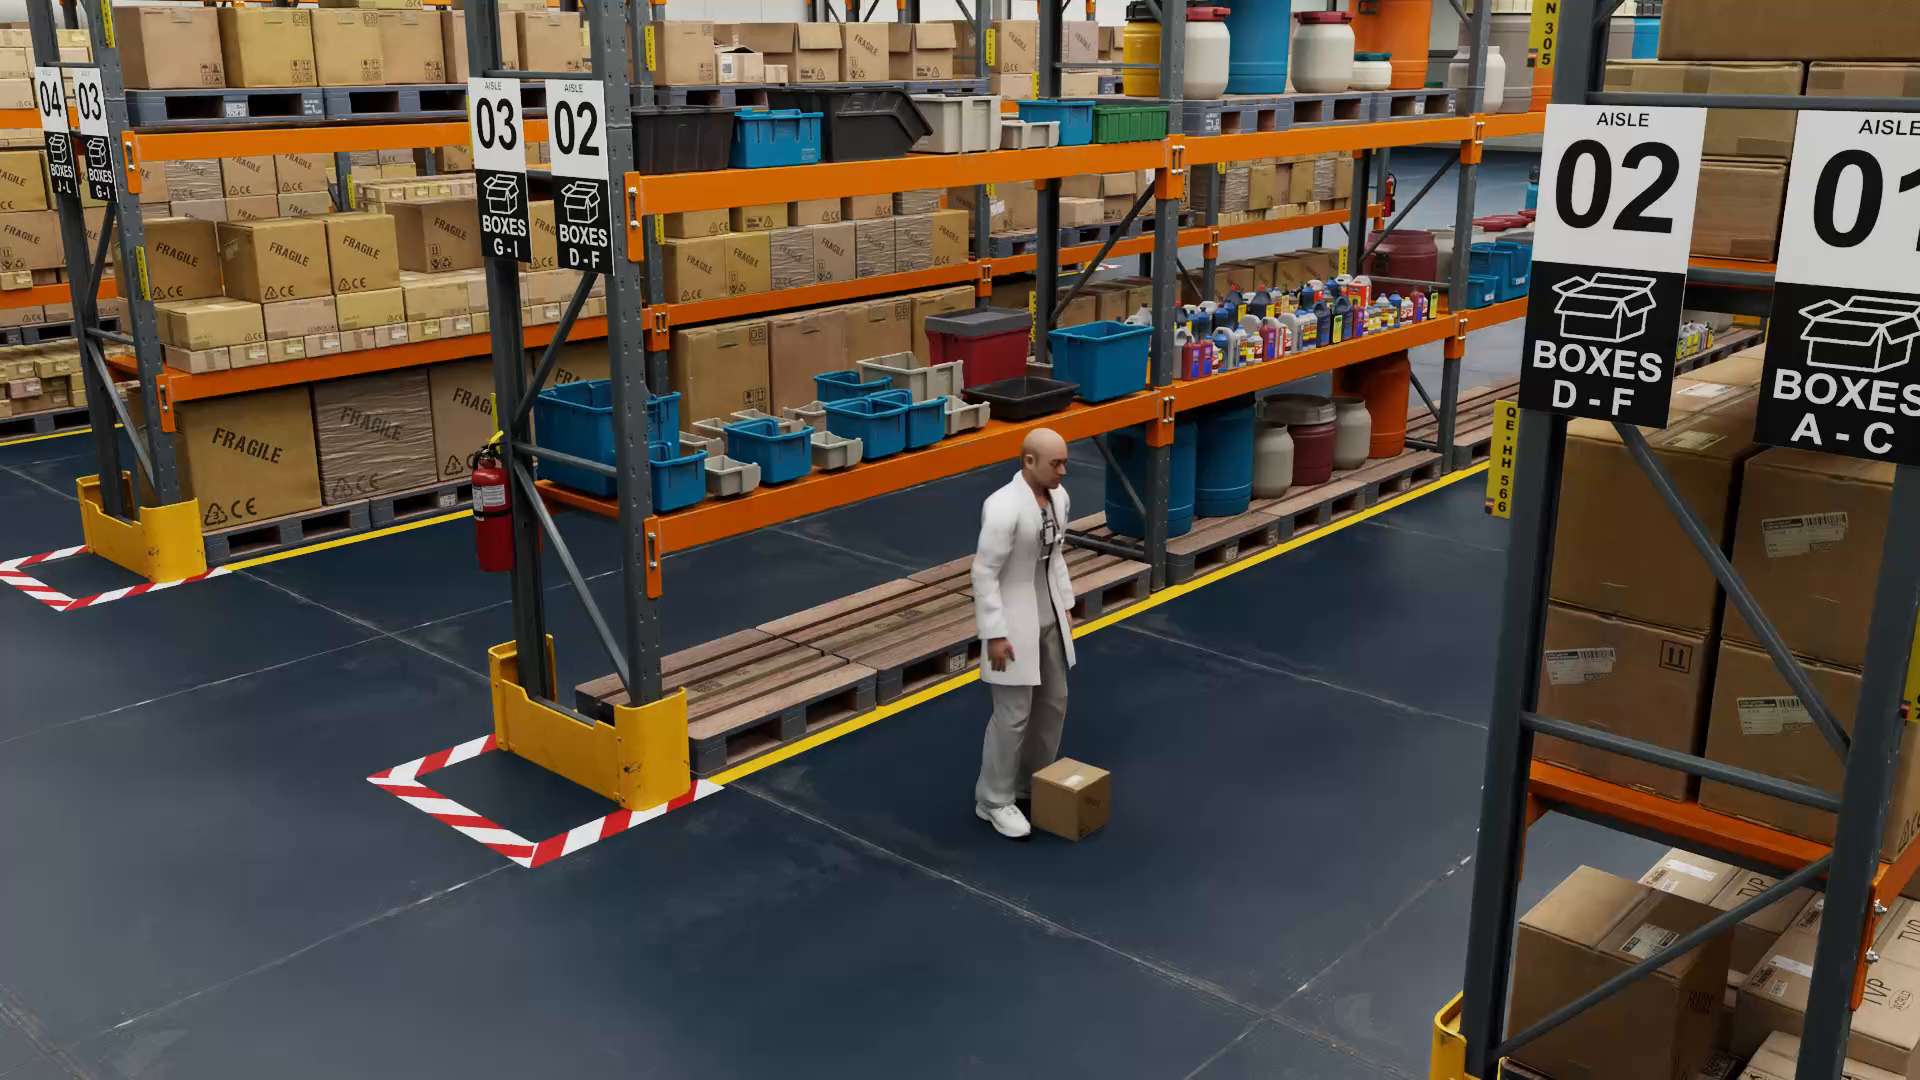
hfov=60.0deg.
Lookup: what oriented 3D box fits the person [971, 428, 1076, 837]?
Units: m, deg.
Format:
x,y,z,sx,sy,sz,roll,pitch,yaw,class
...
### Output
x,y,z,sx,sy,sz,roll,pitch,yaw,class
0.303,0.373,7.324,0.429,1.772,0.644,13,21,37,person
